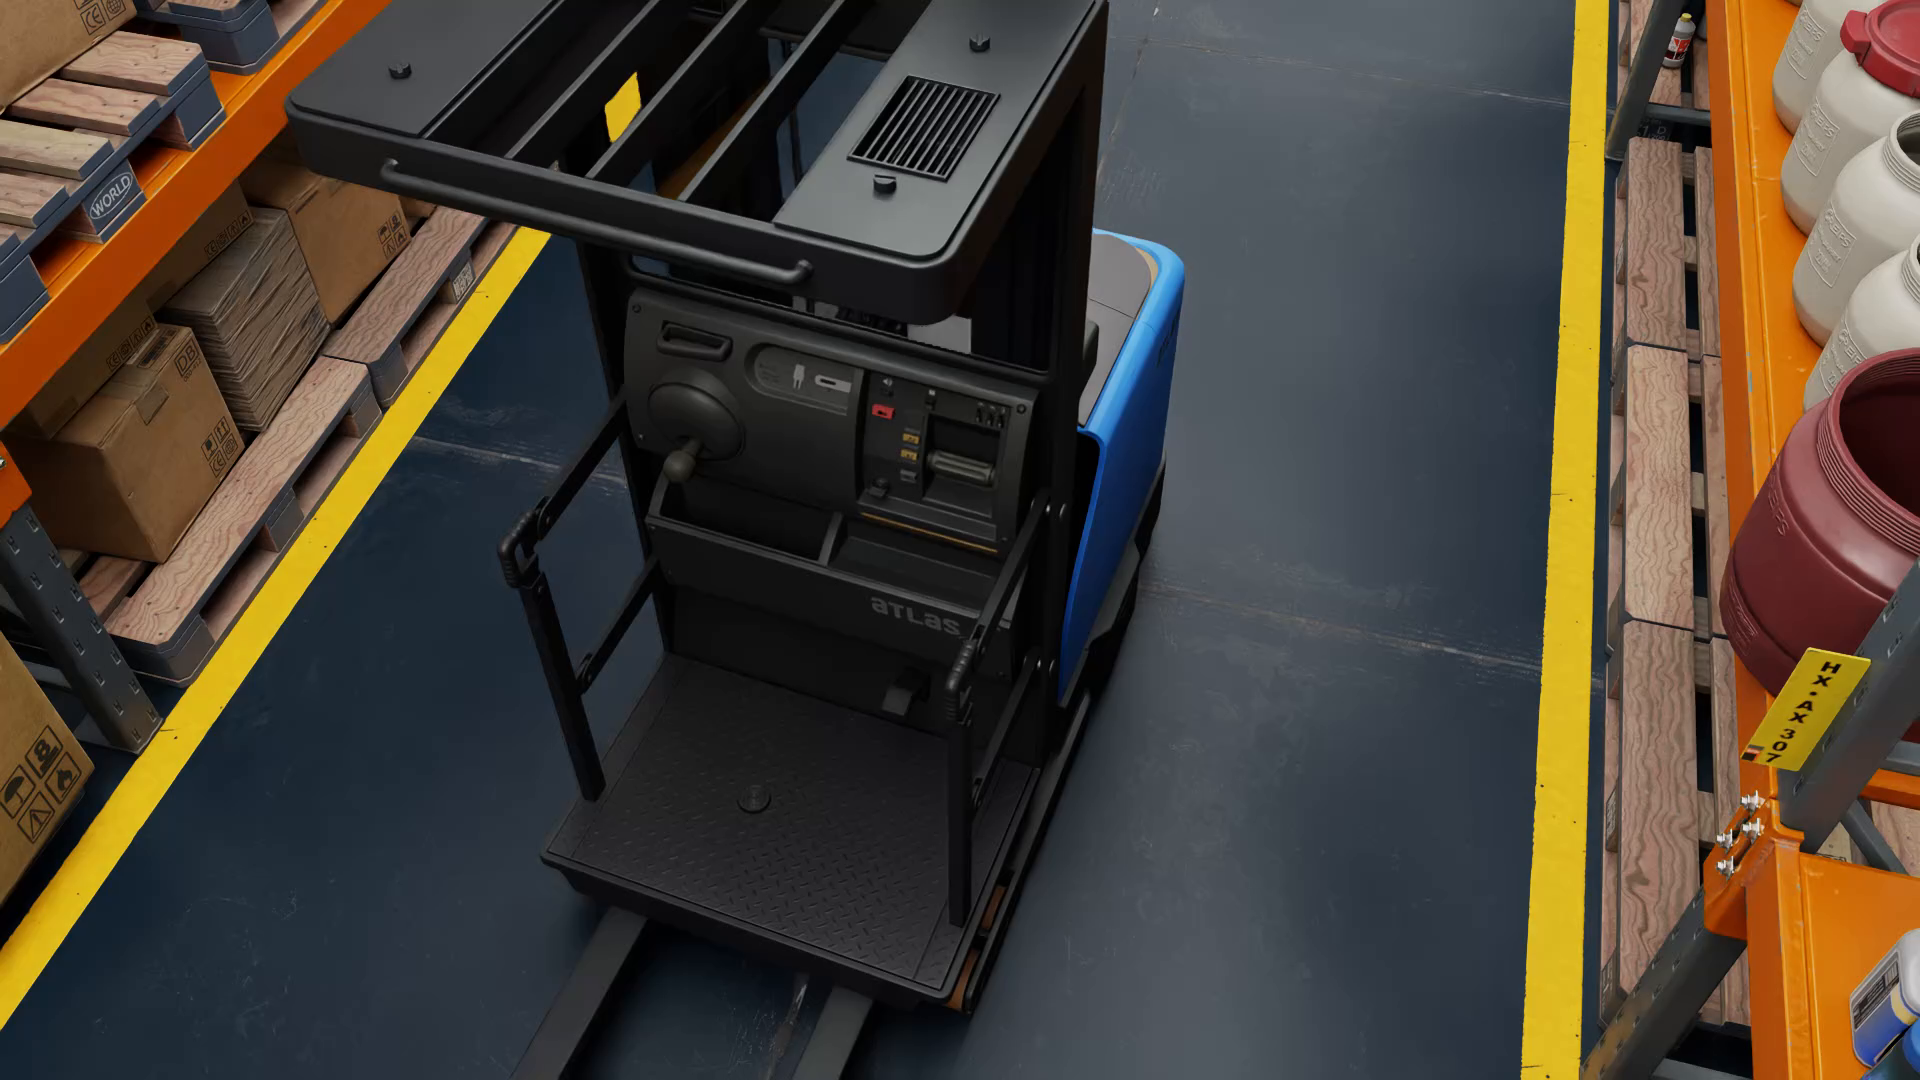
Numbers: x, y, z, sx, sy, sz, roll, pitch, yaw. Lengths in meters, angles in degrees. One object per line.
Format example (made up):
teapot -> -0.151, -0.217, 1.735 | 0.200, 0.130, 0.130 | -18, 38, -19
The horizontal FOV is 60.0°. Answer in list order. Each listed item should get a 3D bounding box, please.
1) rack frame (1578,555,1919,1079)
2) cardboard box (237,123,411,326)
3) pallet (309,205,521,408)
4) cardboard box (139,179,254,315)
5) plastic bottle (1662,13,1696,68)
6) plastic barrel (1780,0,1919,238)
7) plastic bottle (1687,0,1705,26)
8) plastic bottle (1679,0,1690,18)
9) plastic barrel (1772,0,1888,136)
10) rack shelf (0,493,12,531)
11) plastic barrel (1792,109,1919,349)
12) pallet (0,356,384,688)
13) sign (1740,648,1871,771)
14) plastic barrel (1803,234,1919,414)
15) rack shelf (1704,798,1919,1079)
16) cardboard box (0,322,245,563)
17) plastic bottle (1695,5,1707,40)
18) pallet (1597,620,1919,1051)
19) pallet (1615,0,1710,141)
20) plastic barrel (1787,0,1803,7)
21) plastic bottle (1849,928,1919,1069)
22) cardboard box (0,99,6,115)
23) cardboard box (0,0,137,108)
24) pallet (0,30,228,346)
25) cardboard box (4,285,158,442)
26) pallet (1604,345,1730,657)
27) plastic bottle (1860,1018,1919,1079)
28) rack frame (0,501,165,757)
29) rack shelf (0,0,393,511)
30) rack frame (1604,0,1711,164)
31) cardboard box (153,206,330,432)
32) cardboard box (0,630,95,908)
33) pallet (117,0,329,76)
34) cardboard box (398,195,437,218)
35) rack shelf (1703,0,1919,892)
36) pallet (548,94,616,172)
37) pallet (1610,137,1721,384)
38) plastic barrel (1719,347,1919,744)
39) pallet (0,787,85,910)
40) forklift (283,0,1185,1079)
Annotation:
rack frame -> 1.991, 0.455, 2.848 | 1.000, 3.000, 0.127 | 12, 50, 10
cardboard box -> -2.354, -1.145, 5.633 | 0.700, 0.500, 0.500 | 15, 50, 13
pallet -> -2.257, -1.044, 6.031 | 1.003, 0.211, 1.213 | 12, 50, 10
cardboard box -> -2.510, -0.965, 4.975 | 0.500, 0.250, 0.500 | 17, 51, 14
plastic bottle -> 2.839, -1.982, 6.571 | 0.097, 0.201, 0.097 | 0, 49, 0
plastic barrel -> 2.274, -0.991, 4.033 | 0.433, 0.535, 0.433 | 0, 49, 0
plastic bottle -> 2.936, -2.230, 6.691 | 0.144, 0.351, 0.185 | 10, 49, 9
plastic bottle -> 2.853, -2.098, 6.619 | 0.061, 0.283, 0.133 | 14, 50, 12
plastic barrel -> 2.388, -1.304, 4.309 | 0.433, 0.535, 0.433 | 0, 49, 0
rack shelf -> -3.313, 1.162, 2.703 | 1.077, 0.370, 4.000 | 12, 50, 10
plastic barrel -> 2.167, -0.673, 3.769 | 0.421, 0.512, 0.421 | 0, 49, 0
pallet -> -2.580, -0.165, 5.255 | 1.003, 0.211, 1.213 | 12, 50, 10
sign -> 1.459, 0.297, 2.878 | 0.100, 0.325, 0.005 | 12, 50, 10
plastic barrel -> 2.056, -0.368, 3.500 | 0.421, 0.512, 0.421 | 0, 49, 0
rack shelf -> 1.465, 2.140, 1.841 | 1.077, 0.370, 4.000 | 12, 50, 10
cardboard box -> -2.630, -0.329, 4.914 | 0.700, 0.500, 0.500 | 9, 49, 8
plastic bottle -> 3.075, -2.202, 6.666 | 0.144, 0.351, 0.185 | 12, 50, 10
pallet -> 2.233, 0.825, 4.381 | 1.003, 0.211, 1.213 | 12, 50, 10
pallet -> 3.261, -1.993, 6.868 | 1.003, 0.211, 1.213 | 12, 50, 10
plastic barrel -> 2.581, -1.835, 4.778 | 0.433, 0.535, 0.433 | 0, 49, 0
plastic bottle -> 1.566, 0.745, 2.674 | 0.152, 0.276, 0.135 | 12, 50, 10
cardboard box -> -2.683, -1.093, 3.867 | 0.500, 0.500, 0.500 | 6, 49, 5
cardboard box -> -2.633, -1.516, 4.241 | 0.700, 0.500, 0.500 | 18, 51, 16
pallet -> -2.702, -0.995, 4.256 | 1.213, 0.211, 1.003 | 12, 50, 10
cardboard box -> -2.640, -0.580, 4.634 | 0.500, 0.250, 0.500 | 13, 50, 12
pallet -> 2.556, -0.055, 5.157 | 1.003, 0.211, 1.213 | 12, 50, 10
plastic bottle -> 1.509, 0.825, 2.607 | 0.097, 0.271, 0.097 | 0, 49, 0
rack frame -> -2.787, -0.522, 3.710 | 1.000, 3.000, 0.127 | 12, 50, 10
rack shelf -> -2.261, -1.731, 5.257 | 1.077, 0.370, 4.000 | 12, 50, 10
rack frame -> 3.044, -2.438, 5.401 | 1.000, 3.000, 0.127 | 12, 50, 10
cardboard box -> -2.496, -0.733, 5.270 | 0.700, 0.500, 0.500 | 8, 49, 7
cardboard box -> -2.989, 0.537, 3.913 | 1.225, 0.875, 0.875 | 9, 49, 8
pallet -> -2.305, -1.899, 5.053 | 1.003, 0.211, 1.213 | 12, 50, 10
cardboard box -> -2.207, -1.548, 5.990 | 0.700, 0.500, 0.500 | 8, 49, 7
rack shelf -> 2.518, -0.754, 4.394 | 1.077, 0.370, 4.000 | 12, 50, 10
pallet -> -1.938, -1.930, 6.812 | 1.003, 0.211, 1.213 | 12, 50, 10
pallet -> 2.875, -0.940, 5.939 | 1.003, 0.211, 1.213 | 12, 50, 10
plastic barrel -> 1.821, 0.015, 3.146 | 0.600, 0.536, 0.708 | 12, 50, 10
pallet -> -3.067, 0.956, 4.266 | 1.003, 0.211, 1.213 | 12, 50, 10
forklift -> -0.369, -0.148, 3.426 | 1.130, 2.935, 3.031 | 16, 50, 14
